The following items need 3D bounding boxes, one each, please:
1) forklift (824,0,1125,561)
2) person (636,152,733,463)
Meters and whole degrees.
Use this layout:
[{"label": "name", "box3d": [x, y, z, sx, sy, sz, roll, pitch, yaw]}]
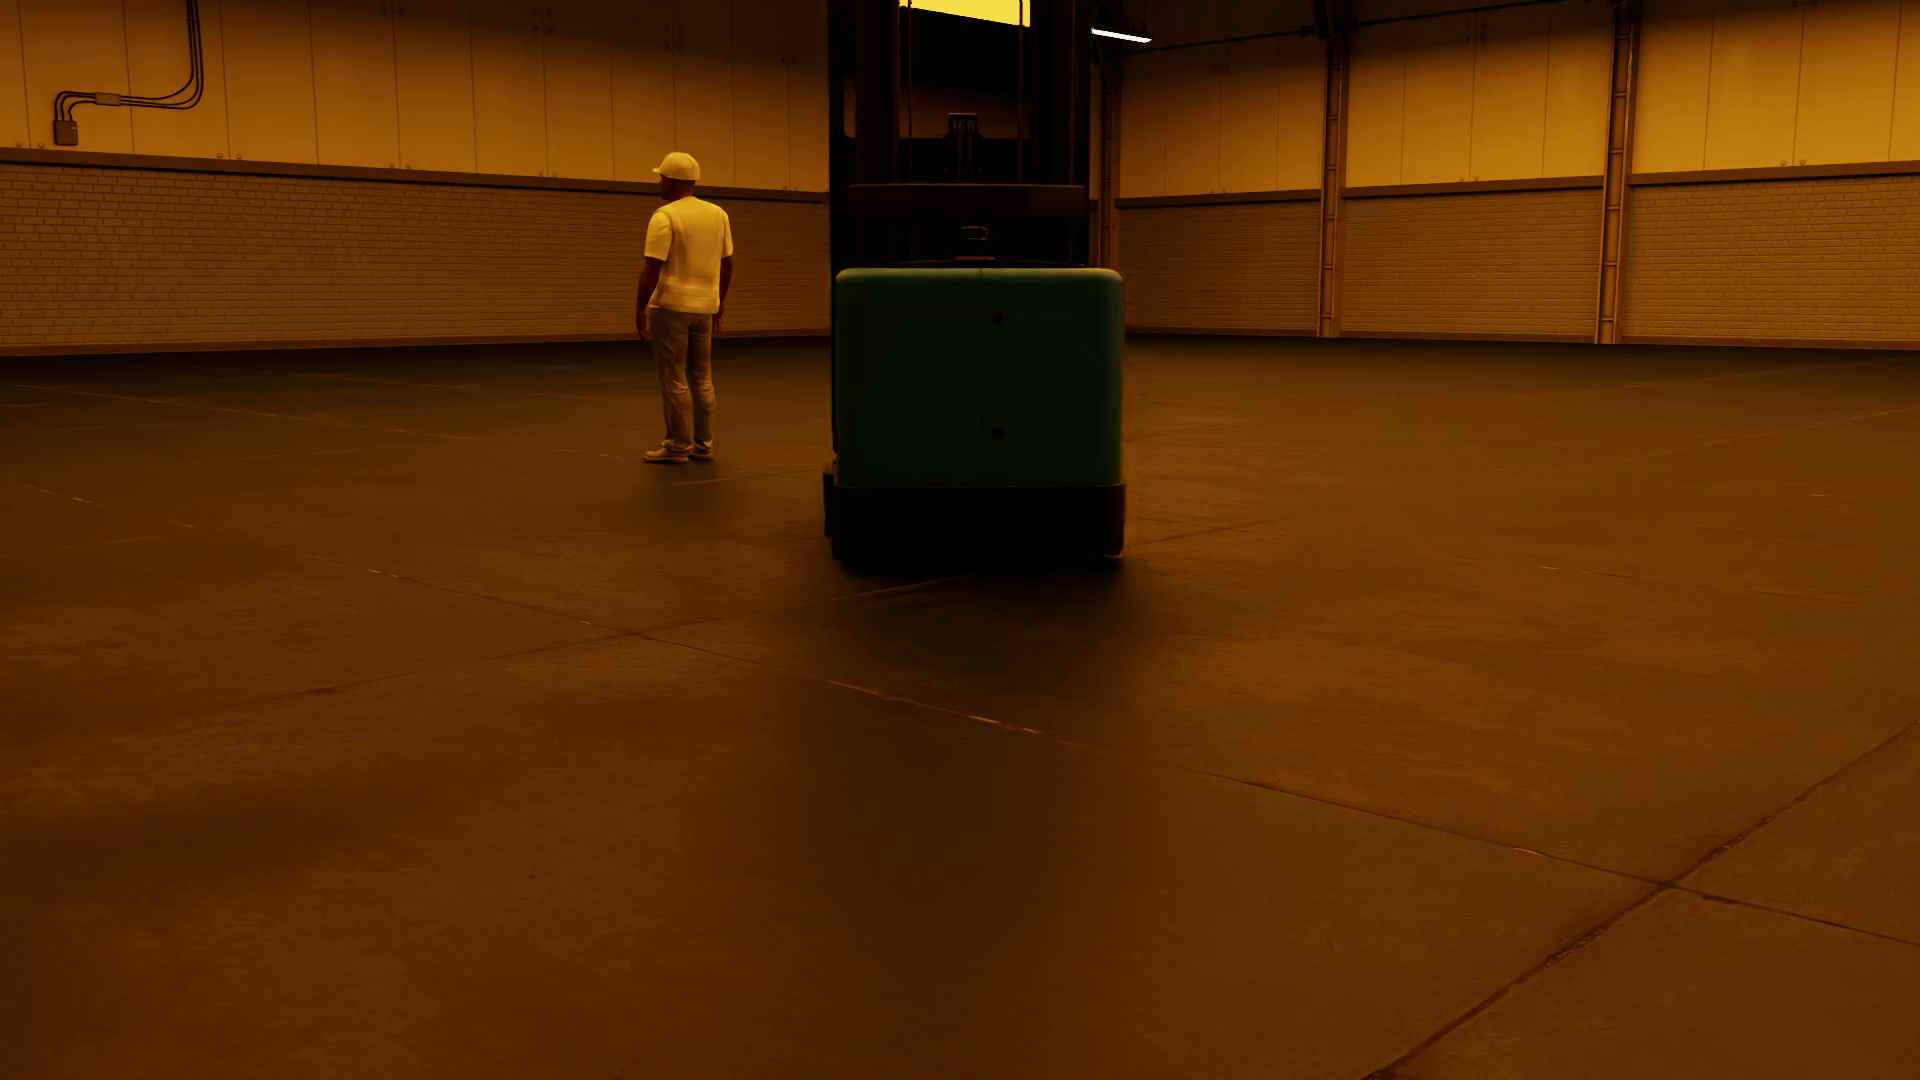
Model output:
[{"label": "forklift", "box3d": [-0.018, -1.554, 7.197, 1.130, 2.935, 3.031, -1, 9, -4]}, {"label": "person", "box3d": [-1.647, -1.336, 9.635, 0.549, 1.770, 0.664, 7, 11, 40]}]
